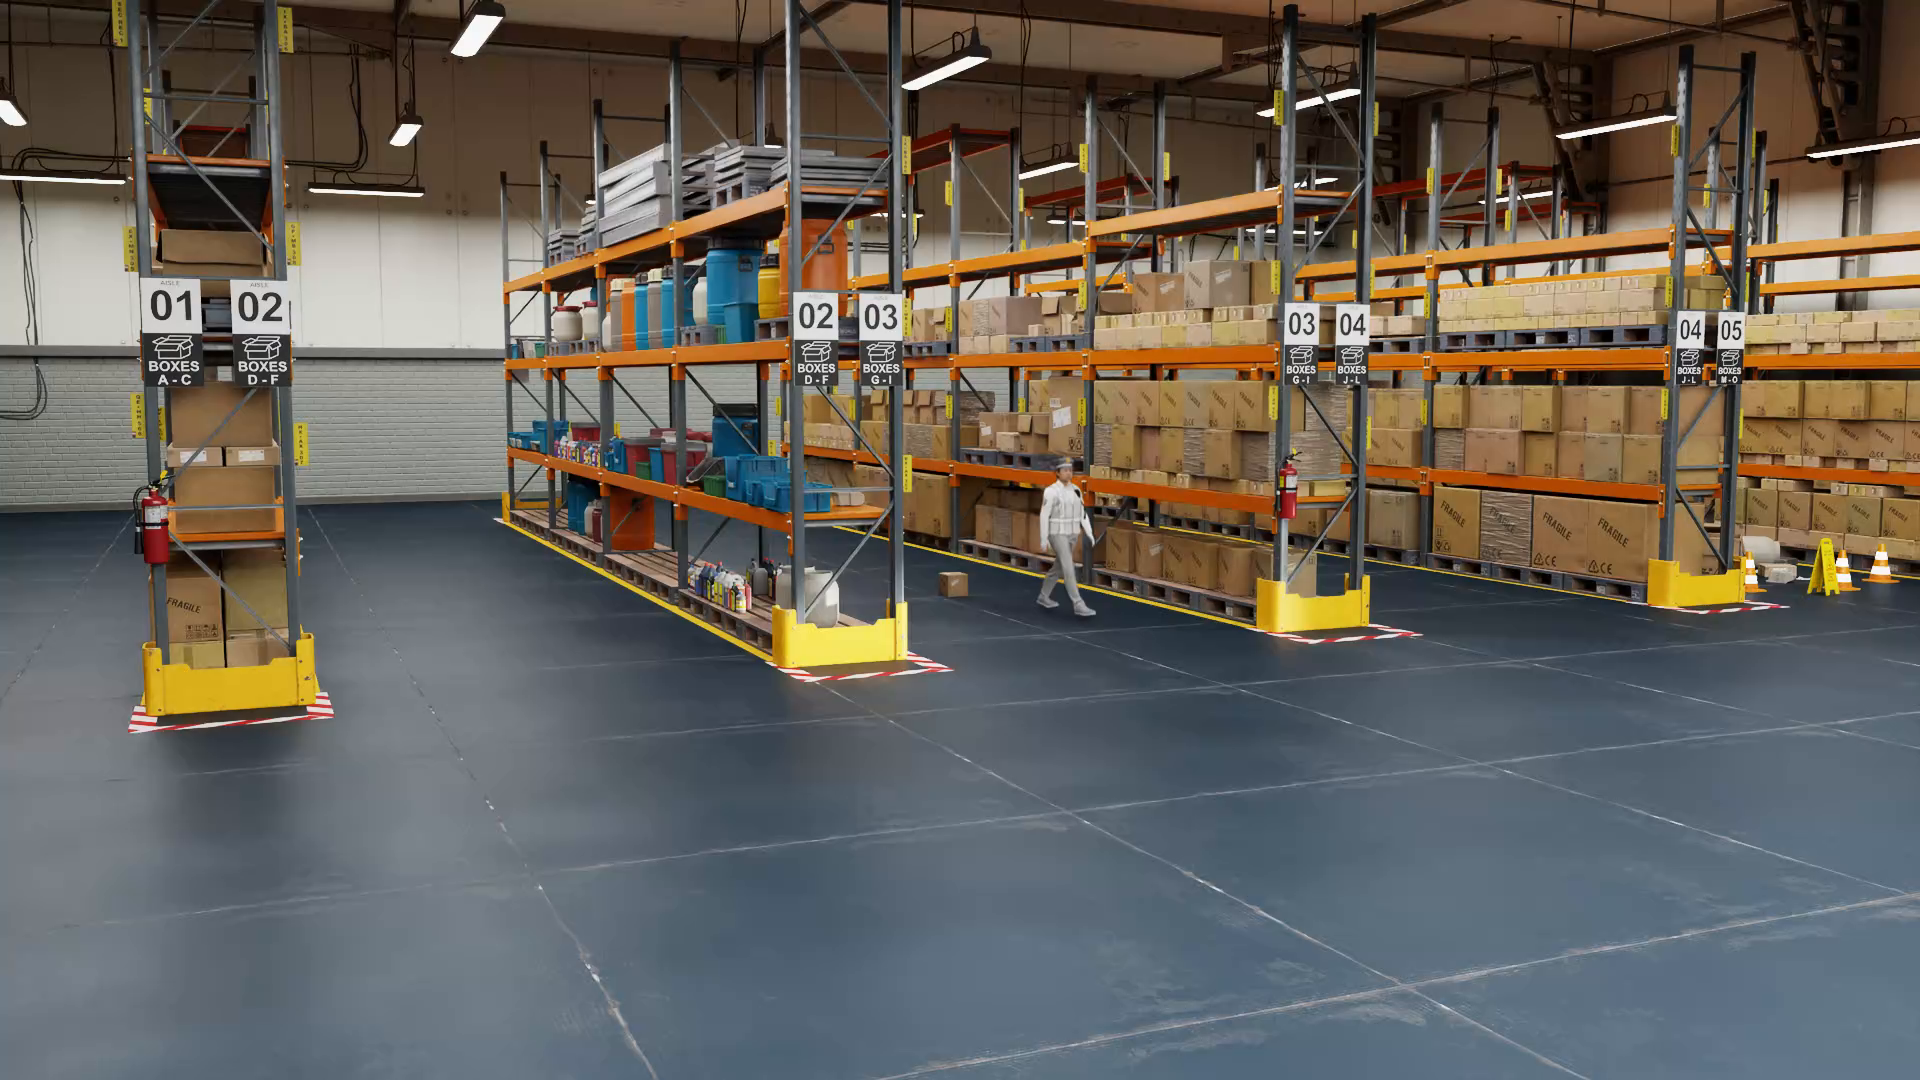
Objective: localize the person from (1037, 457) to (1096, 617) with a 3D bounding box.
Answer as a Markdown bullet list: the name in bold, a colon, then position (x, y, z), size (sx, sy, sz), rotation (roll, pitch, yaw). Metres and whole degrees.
- **person**: position (1.135, -0.061, 17.330), size (0.496, 1.620, 1.009), rotation (-4, 7, -38)
